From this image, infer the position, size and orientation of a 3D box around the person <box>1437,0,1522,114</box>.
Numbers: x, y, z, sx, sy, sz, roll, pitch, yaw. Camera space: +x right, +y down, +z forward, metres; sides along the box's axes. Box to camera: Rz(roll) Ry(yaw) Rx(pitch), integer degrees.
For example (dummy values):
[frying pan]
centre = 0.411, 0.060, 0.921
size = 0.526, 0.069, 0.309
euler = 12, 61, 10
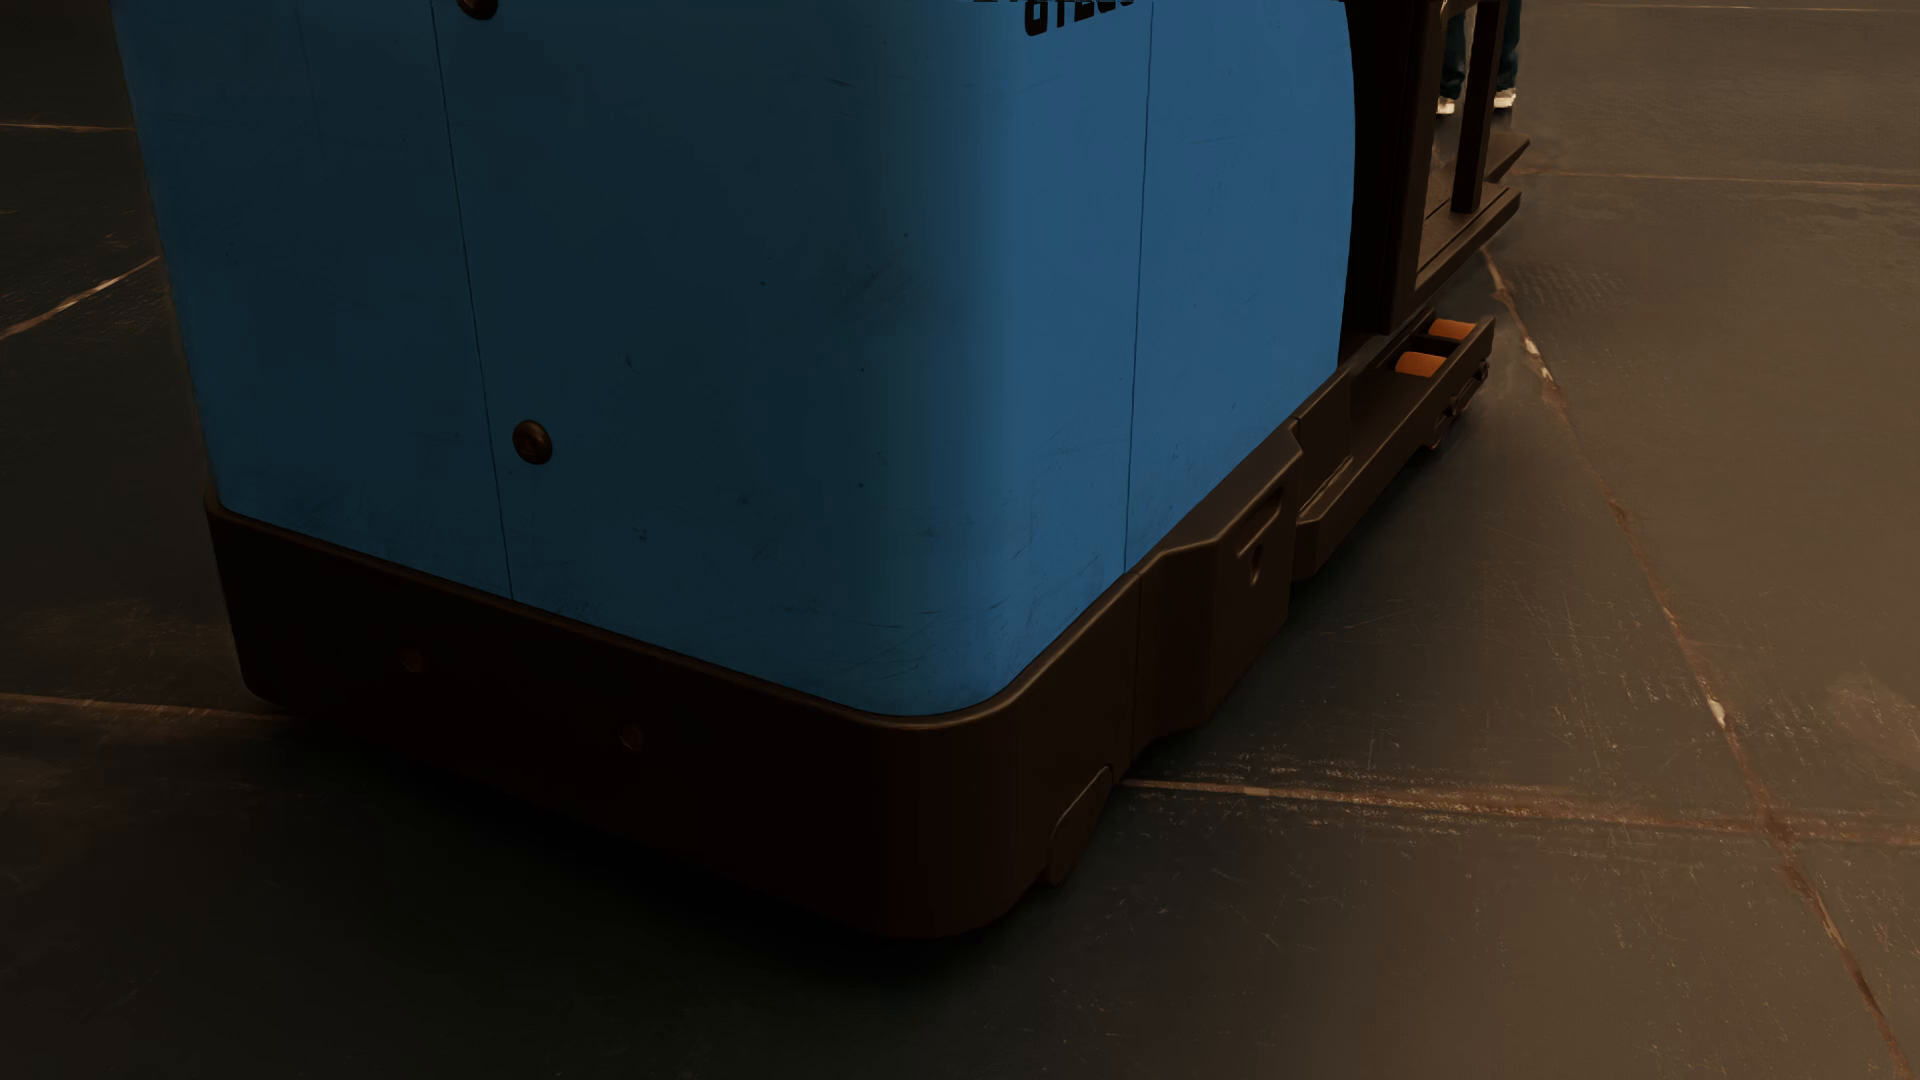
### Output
[person]
centre = 1.480, -2.043, 4.790
size = 0.520, 1.596, 0.475
euler = 2, 27, 5

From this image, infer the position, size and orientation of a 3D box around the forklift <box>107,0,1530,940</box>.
[forklift]
centre = 0.293, -1.553, 2.330
size = 1.130, 2.935, 3.031
euler = 14, 30, 26
